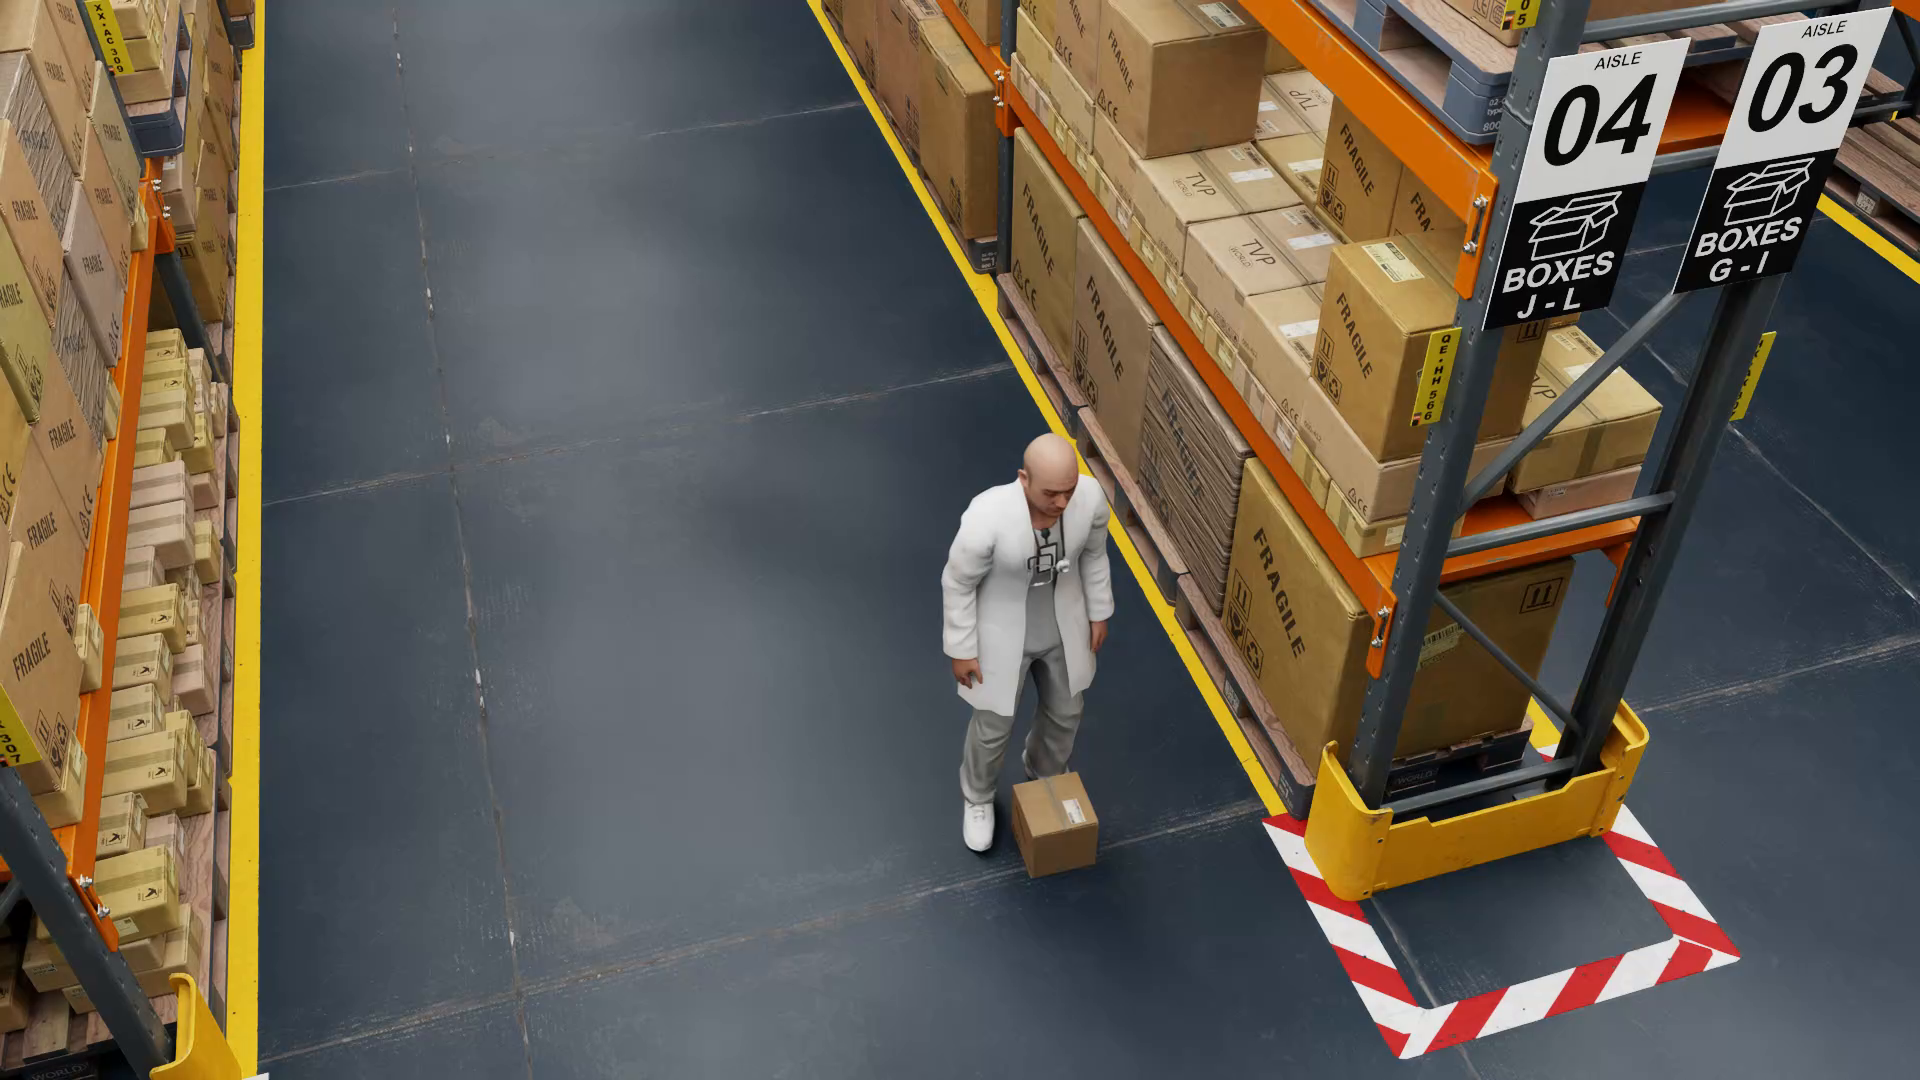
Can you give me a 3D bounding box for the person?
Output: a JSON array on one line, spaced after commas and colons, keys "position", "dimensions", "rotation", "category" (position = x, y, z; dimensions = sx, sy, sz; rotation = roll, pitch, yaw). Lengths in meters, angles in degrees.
[{"position": [0.246, 0.329, 5.803], "dimensions": [0.642, 1.772, 0.431], "rotation": [-14, 44, -16], "category": "person"}]
